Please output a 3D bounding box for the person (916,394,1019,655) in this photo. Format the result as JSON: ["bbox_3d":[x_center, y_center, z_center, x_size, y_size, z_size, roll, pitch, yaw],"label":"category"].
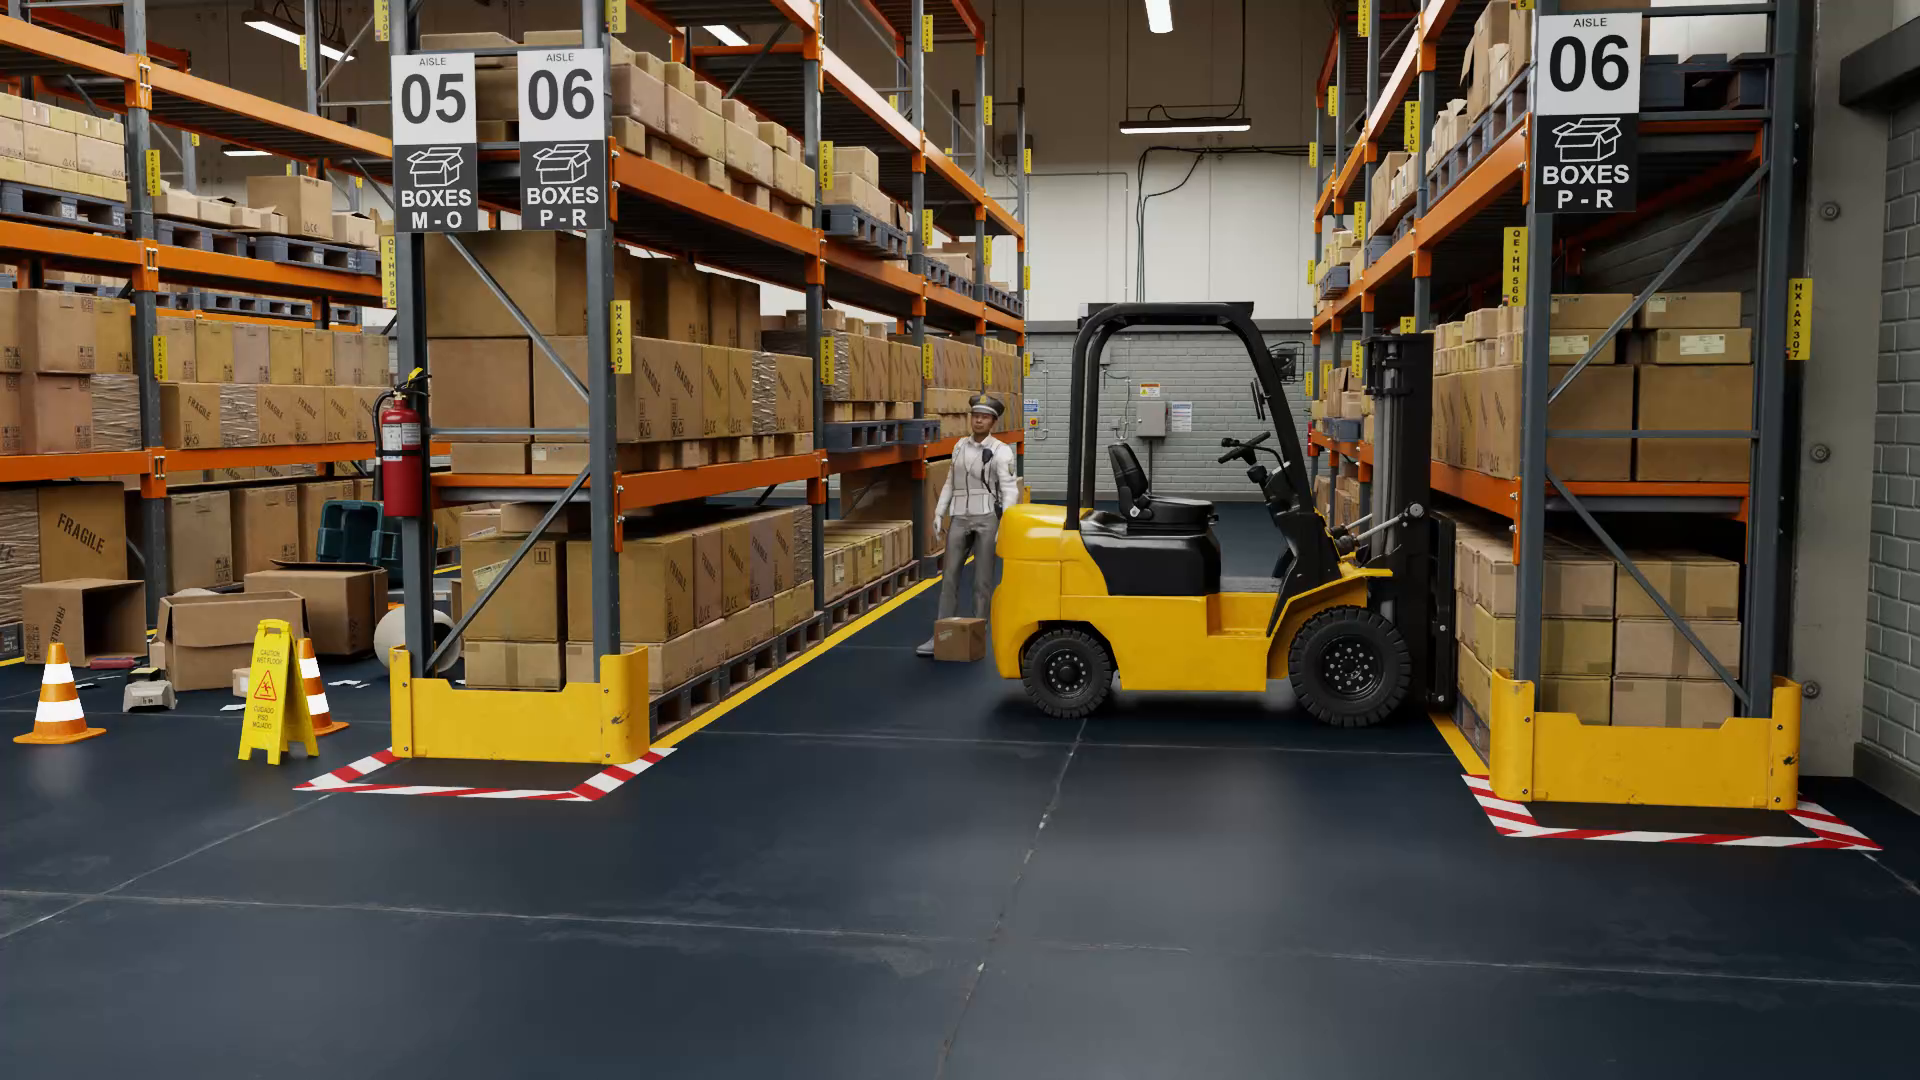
[{"bbox_3d":[0.068,-0.102,10.859,0.586,1.694,0.530,2,5,28],"label":"person"}]
